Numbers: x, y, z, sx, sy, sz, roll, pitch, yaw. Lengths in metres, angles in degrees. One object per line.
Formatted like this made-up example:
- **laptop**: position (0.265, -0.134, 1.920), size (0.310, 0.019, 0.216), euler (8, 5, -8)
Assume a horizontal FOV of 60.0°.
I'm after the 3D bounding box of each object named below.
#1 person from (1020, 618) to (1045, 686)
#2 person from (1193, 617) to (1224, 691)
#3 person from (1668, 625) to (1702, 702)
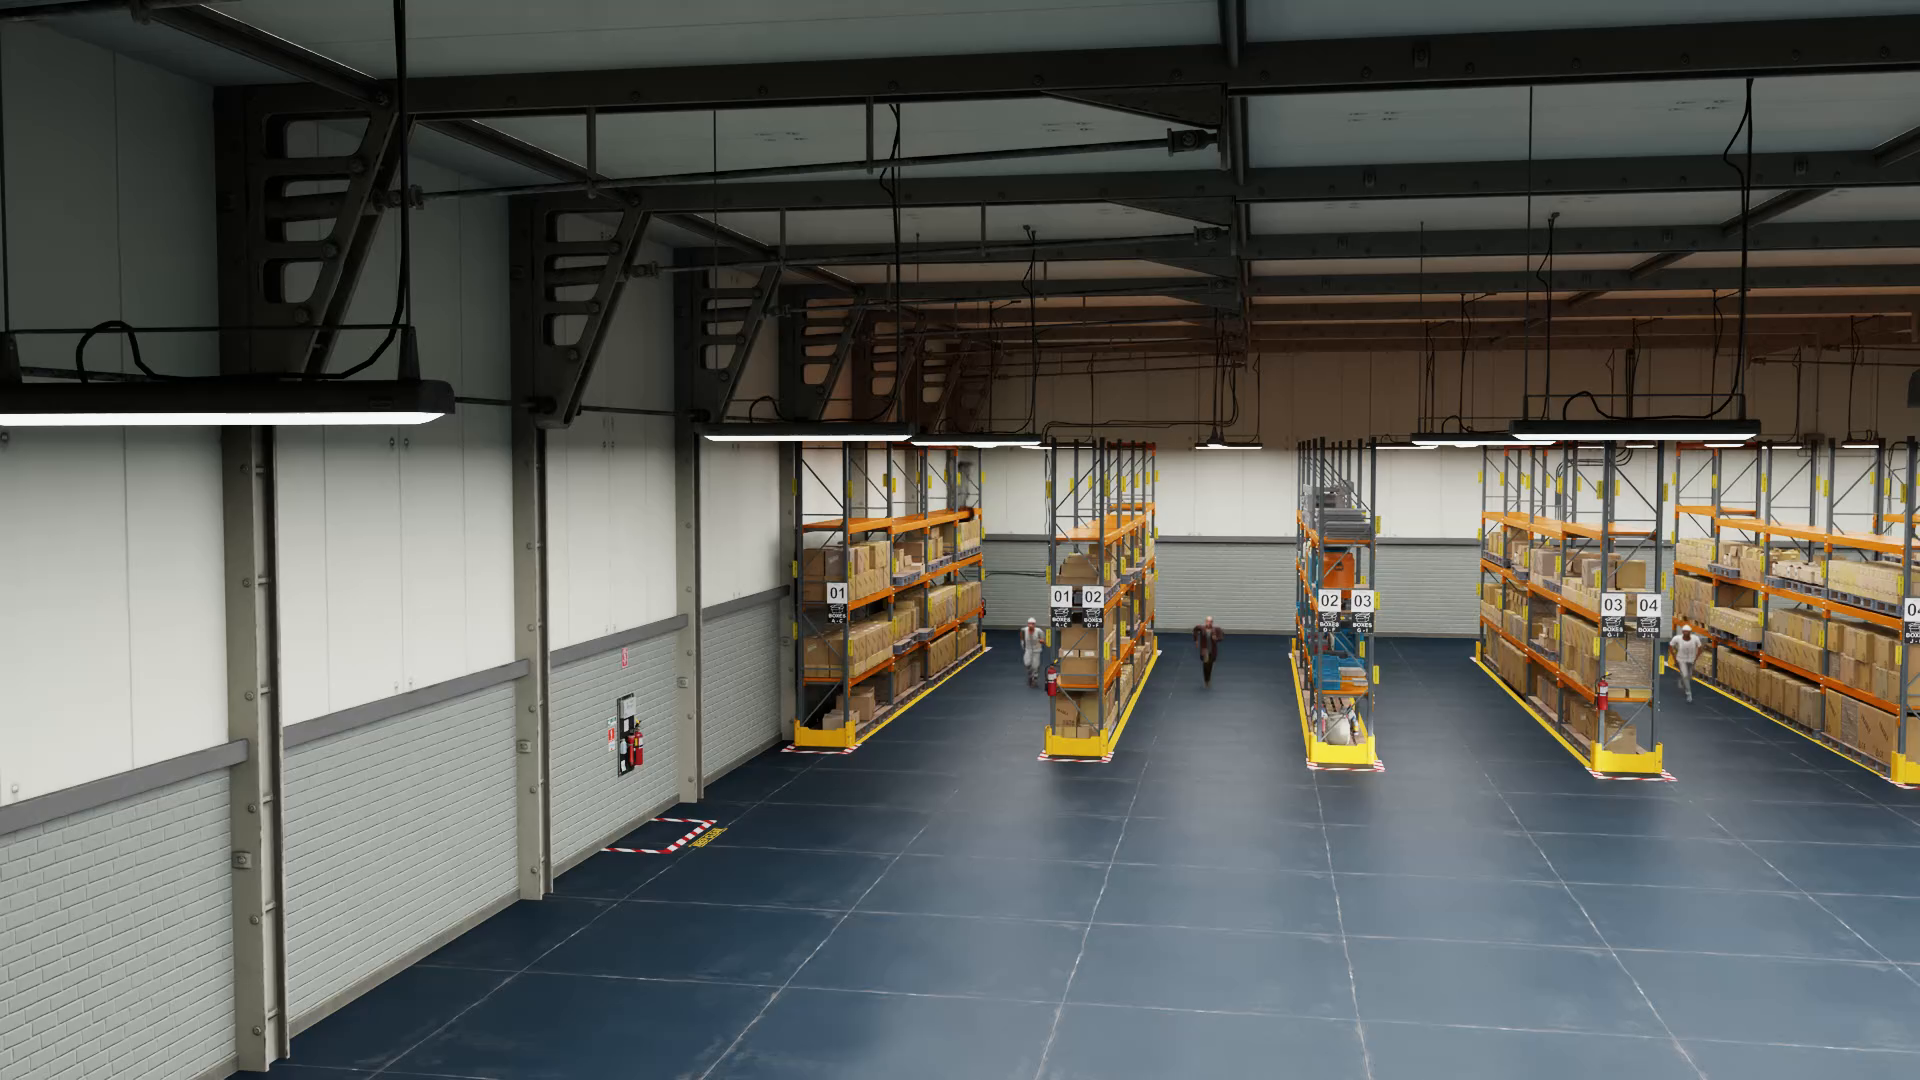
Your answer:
- **person**: position (1.747, 2.713, 40.239), size (0.643, 1.700, 0.884), euler (0, 3, 8)
- **person**: position (6.011, 2.728, 40.296), size (0.697, 1.793, 1.034), euler (0, 3, -1)
- **person**: position (16.836, 2.828, 38.608), size (0.699, 1.754, 1.065), euler (0, 3, 9)
